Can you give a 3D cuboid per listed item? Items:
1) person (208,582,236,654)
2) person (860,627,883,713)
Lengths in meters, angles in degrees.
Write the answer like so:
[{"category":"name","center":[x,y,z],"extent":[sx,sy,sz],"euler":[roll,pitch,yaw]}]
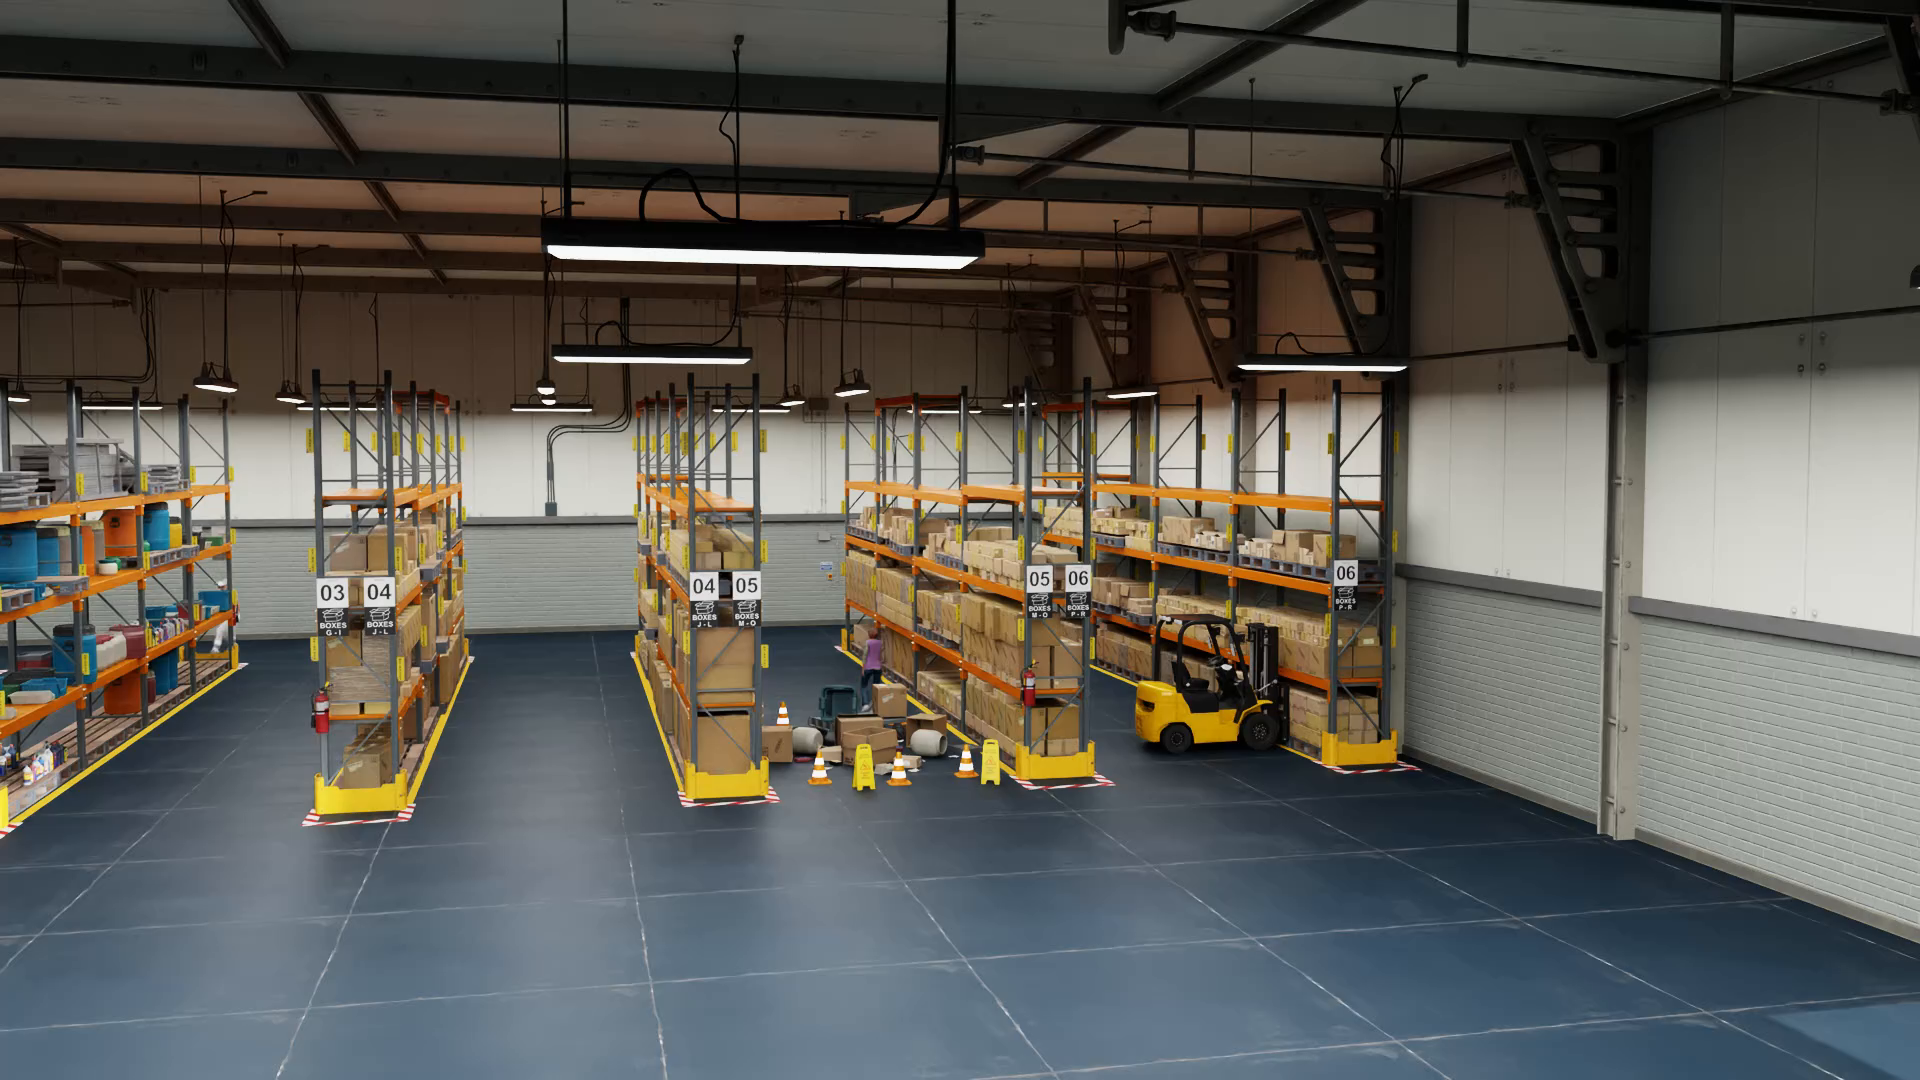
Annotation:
[{"category":"person","center":[-17.543,1.843,39.429],"extent":[0.495,1.728,1.136],"euler":[1,3,18]},{"category":"person","center":[-1.622,2.434,30.906],"extent":[0.446,1.619,0.467],"euler":[-1,4,-21]}]
